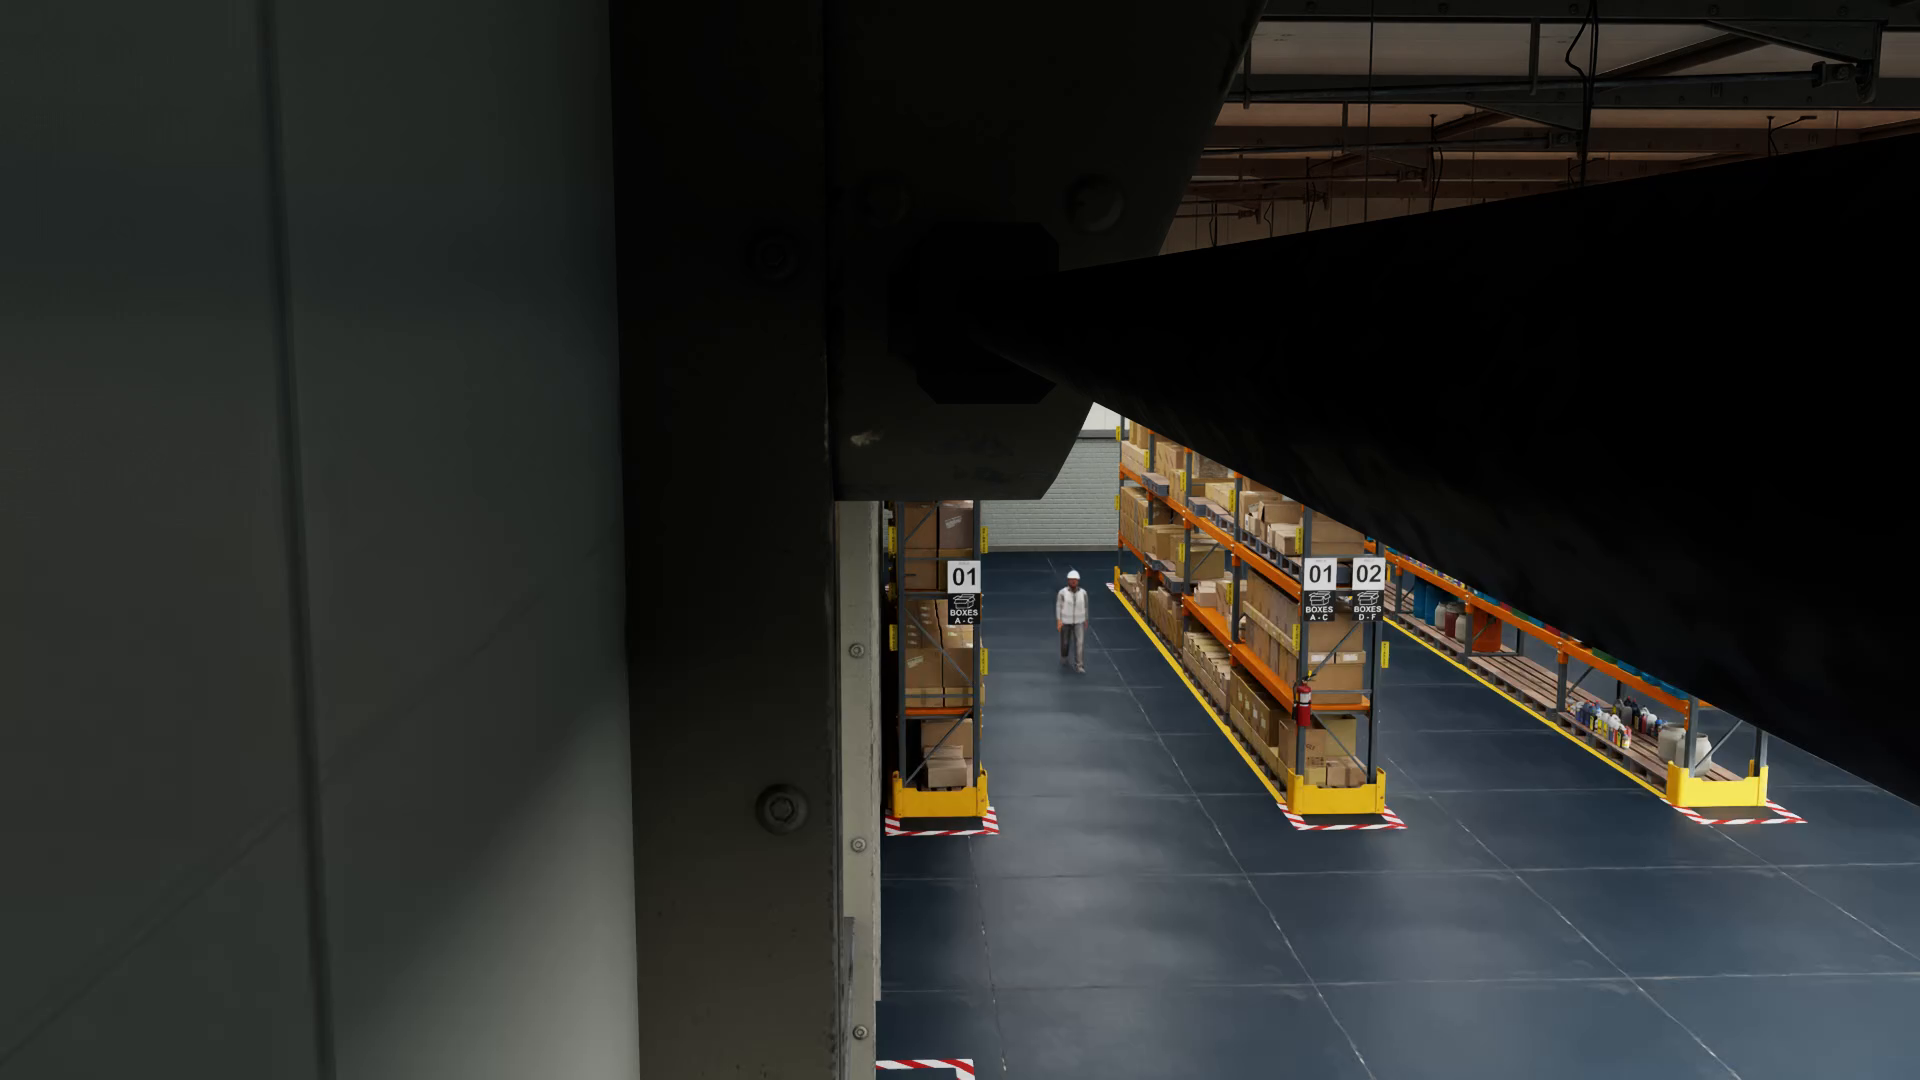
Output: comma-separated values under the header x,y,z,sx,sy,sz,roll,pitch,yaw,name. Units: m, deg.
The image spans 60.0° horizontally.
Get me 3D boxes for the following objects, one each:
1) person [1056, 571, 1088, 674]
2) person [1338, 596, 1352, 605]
x,y,z,sx,sy,sz,roll,pitch,yaw,name
1.926,1.384,28.487,0.588,1.720,1.084,-1,8,-6,person
6.815,1.176,30.123,0.696,1.686,0.635,1,8,5,person
